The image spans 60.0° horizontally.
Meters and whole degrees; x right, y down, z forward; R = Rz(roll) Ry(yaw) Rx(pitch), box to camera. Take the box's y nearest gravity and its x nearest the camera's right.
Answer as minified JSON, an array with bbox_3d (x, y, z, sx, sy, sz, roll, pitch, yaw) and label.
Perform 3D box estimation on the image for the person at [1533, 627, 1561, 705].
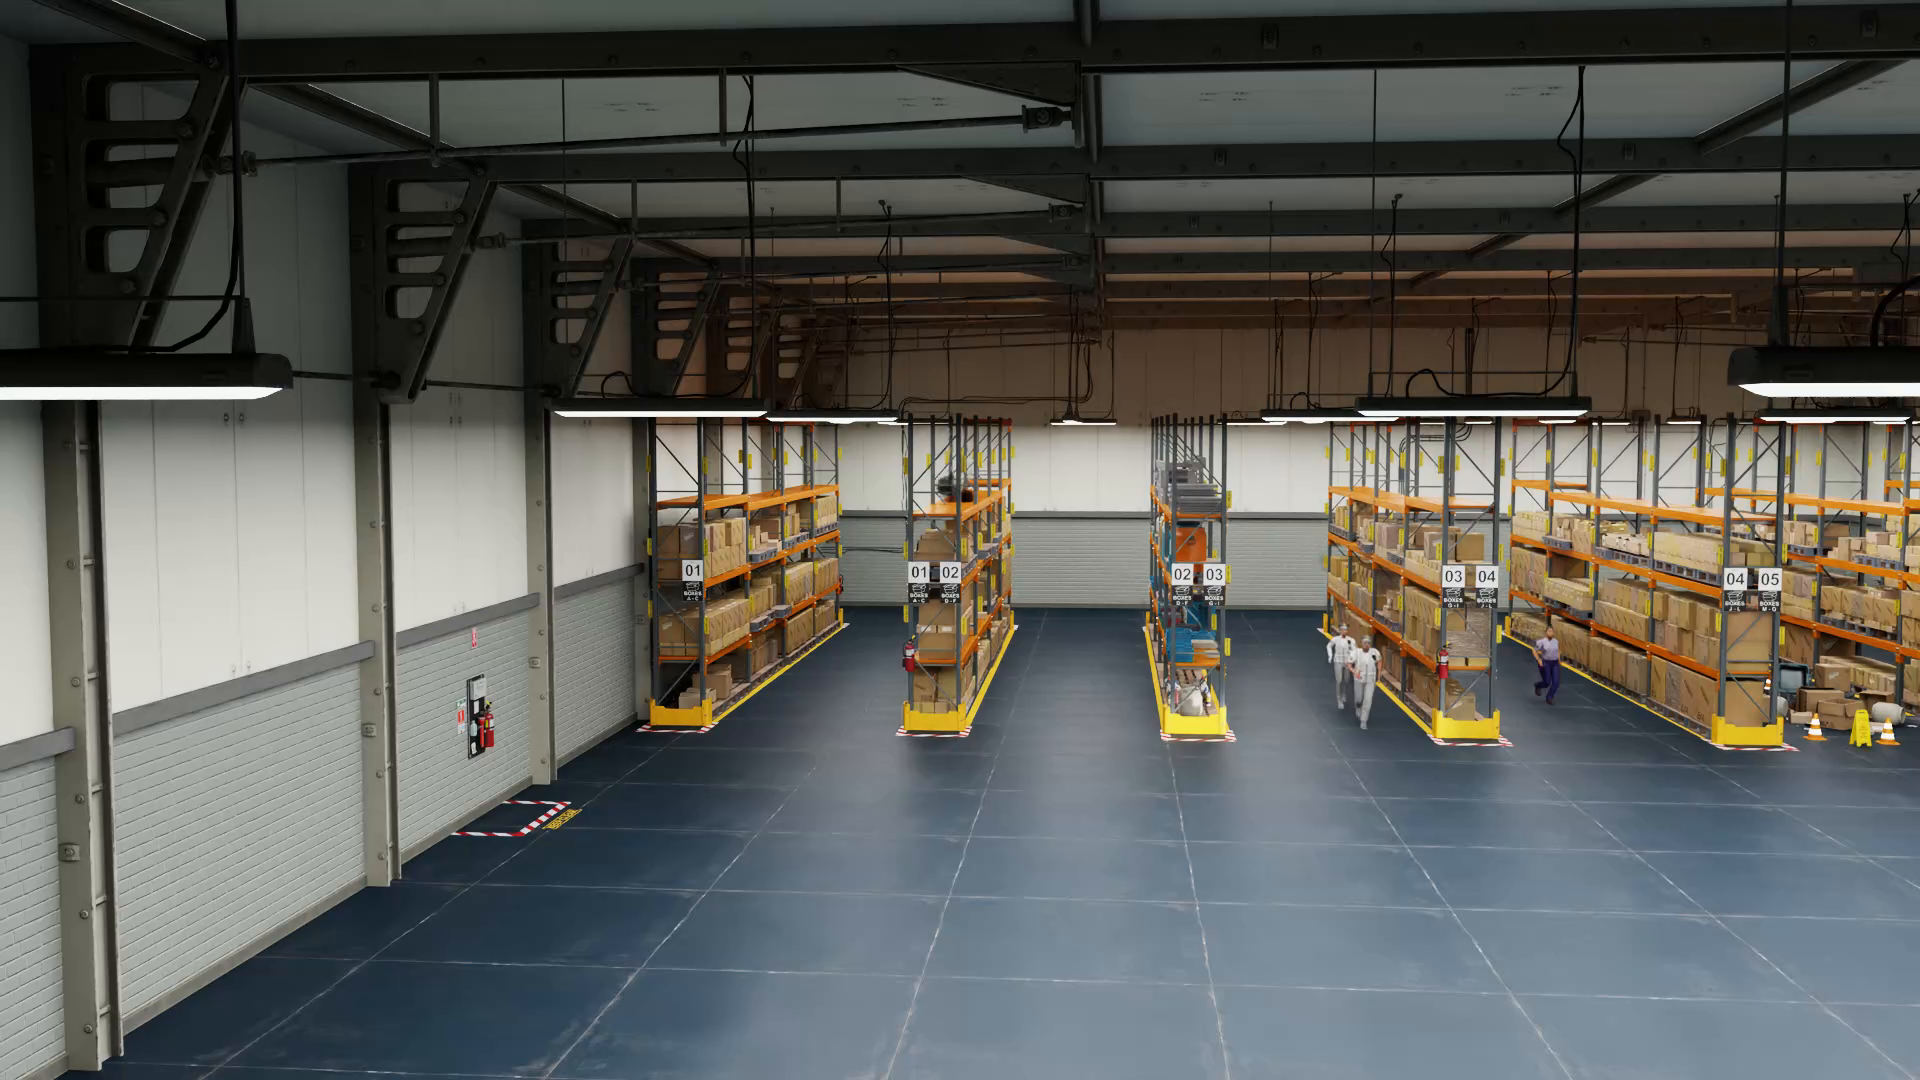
[{"bbox_3d":[12.236,2.608,34.608,0.614,1.609,0.575,-1,4,-8],"label":"person"}]

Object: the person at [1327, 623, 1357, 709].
[{"bbox_3d":[7.876,2.554,34.188,0.599,1.703,0.878,0,4,5],"label":"person"}]

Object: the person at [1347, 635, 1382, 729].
[{"bbox_3d":[7.793,2.698,32.038,0.686,1.777,0.949,1,4,8],"label":"person"}]
